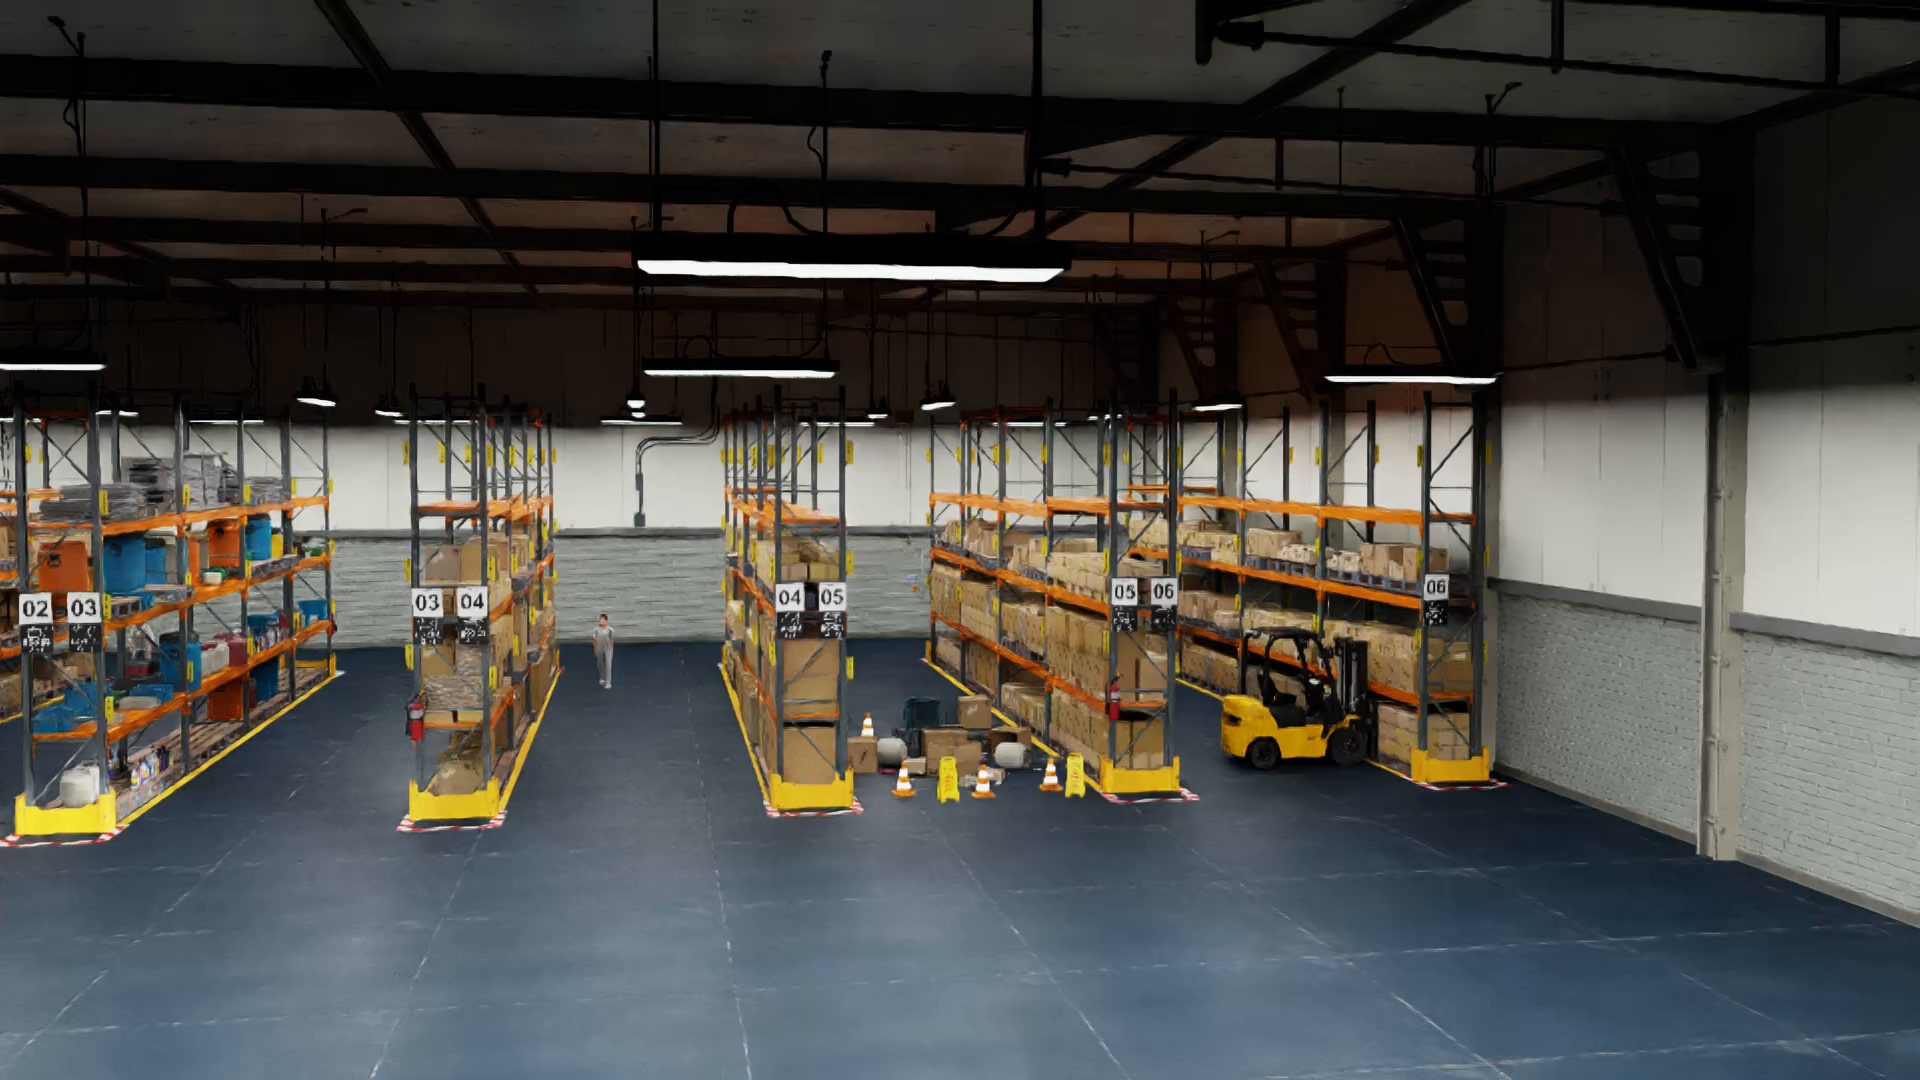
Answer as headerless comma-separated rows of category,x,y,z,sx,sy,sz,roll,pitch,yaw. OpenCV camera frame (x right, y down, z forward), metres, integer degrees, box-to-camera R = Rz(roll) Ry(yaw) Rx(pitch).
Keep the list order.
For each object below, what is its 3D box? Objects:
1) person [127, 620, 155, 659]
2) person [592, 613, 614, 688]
person,-17.965,2.391,36.490,0.566,1.539,0.519,-1,3,-14
person,-7.706,2.372,35.883,0.446,1.590,1.110,0,3,-8
